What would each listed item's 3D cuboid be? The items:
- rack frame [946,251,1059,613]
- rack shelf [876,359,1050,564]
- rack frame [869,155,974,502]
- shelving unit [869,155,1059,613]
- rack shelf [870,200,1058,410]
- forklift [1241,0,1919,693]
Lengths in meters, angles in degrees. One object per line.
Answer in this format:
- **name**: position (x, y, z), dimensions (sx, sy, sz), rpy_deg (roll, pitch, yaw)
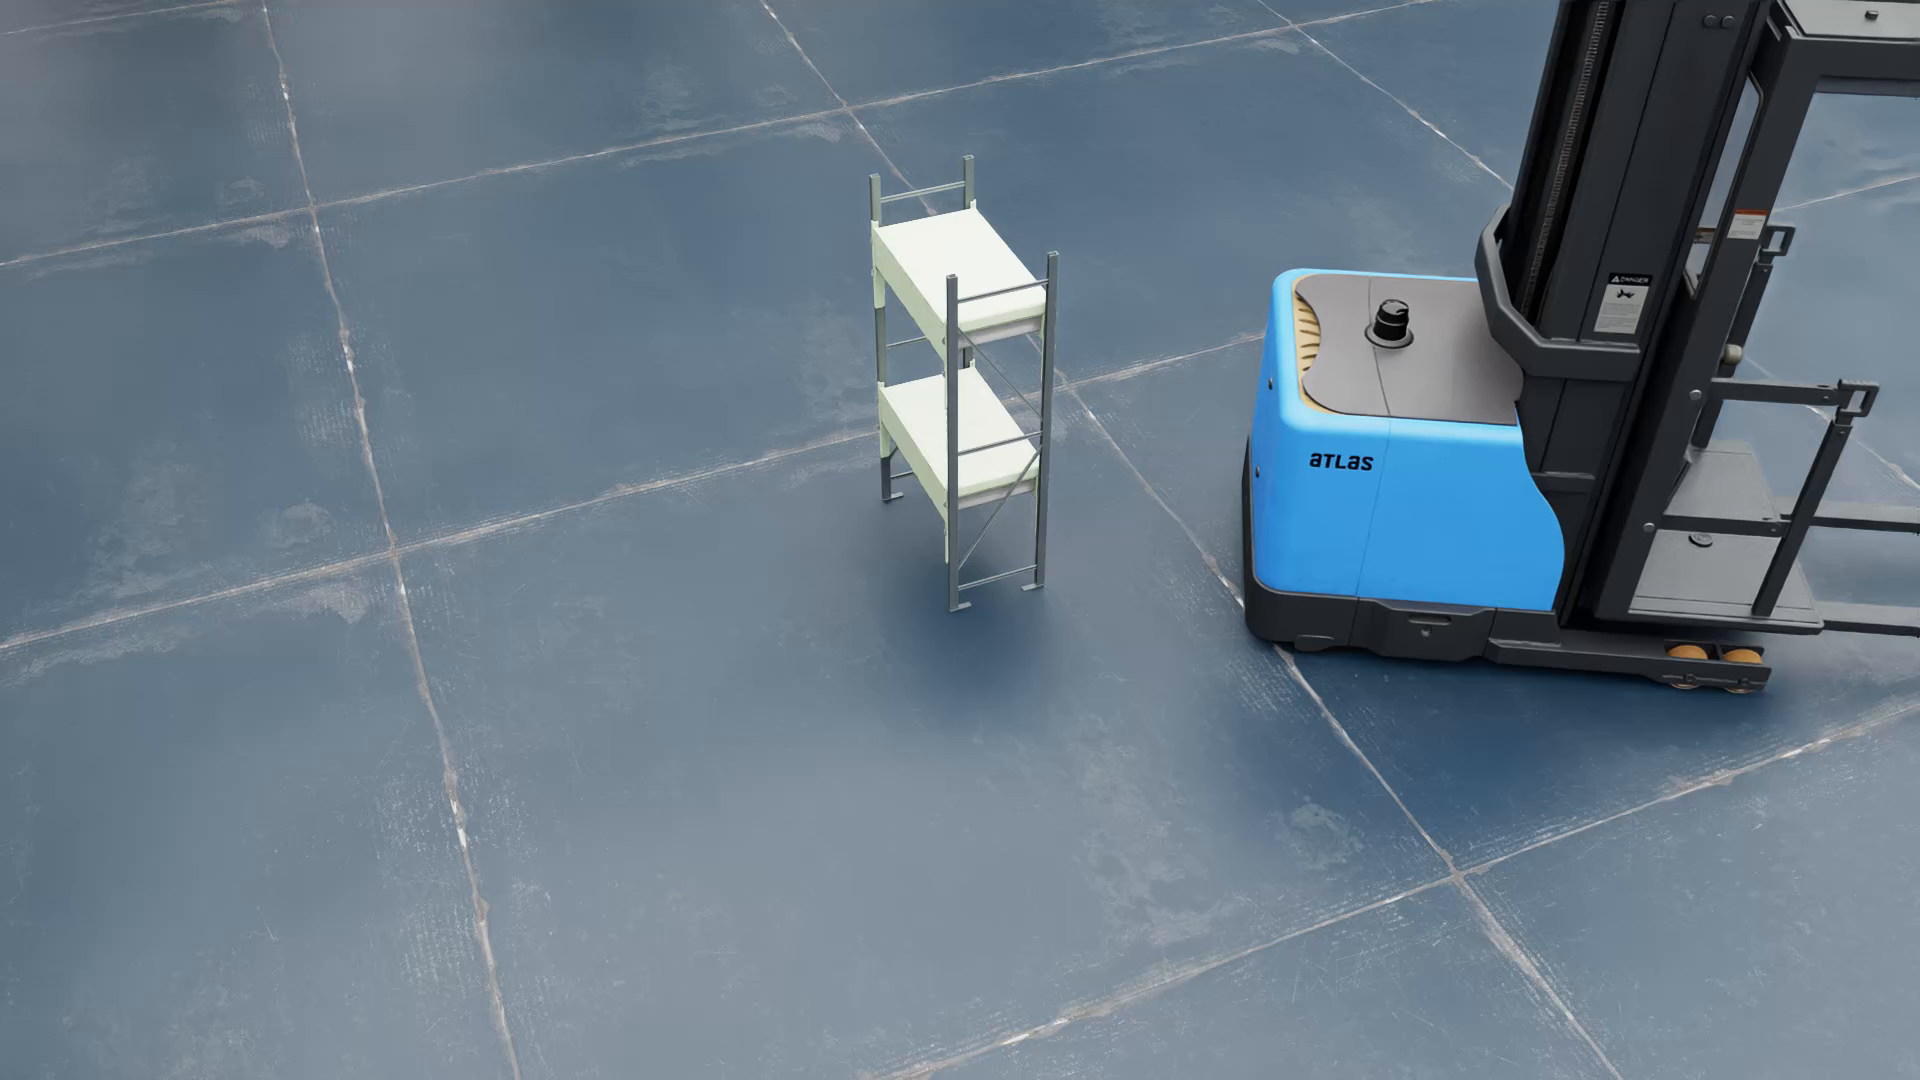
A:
- **rack frame**: position (0.143, -0.344, 6.000), dimensions (0.400, 1.500, 0.023), rpy_deg (-15, 43, -17)
- **rack shelf**: position (0.003, -0.317, 6.469), dimensions (0.431, 0.370, 0.720), rpy_deg (-15, 43, -17)
- **rack frame**: position (-0.137, -0.785, 6.513), dimensions (0.400, 1.500, 0.023), rpy_deg (-15, 43, -17)
- **shelving unit**: position (0.003, -0.565, 6.256), dimensions (0.431, 1.500, 0.755), rpy_deg (-15, 43, -17)
- **rack shelf**: position (0.003, -0.861, 6.002), dimensions (0.431, 0.370, 0.720), rpy_deg (-15, 43, -17)
- **forklift**: position (2.630, -0.918, 5.569), dimensions (3.031, 2.935, 1.130), rpy_deg (4, 41, 5)
